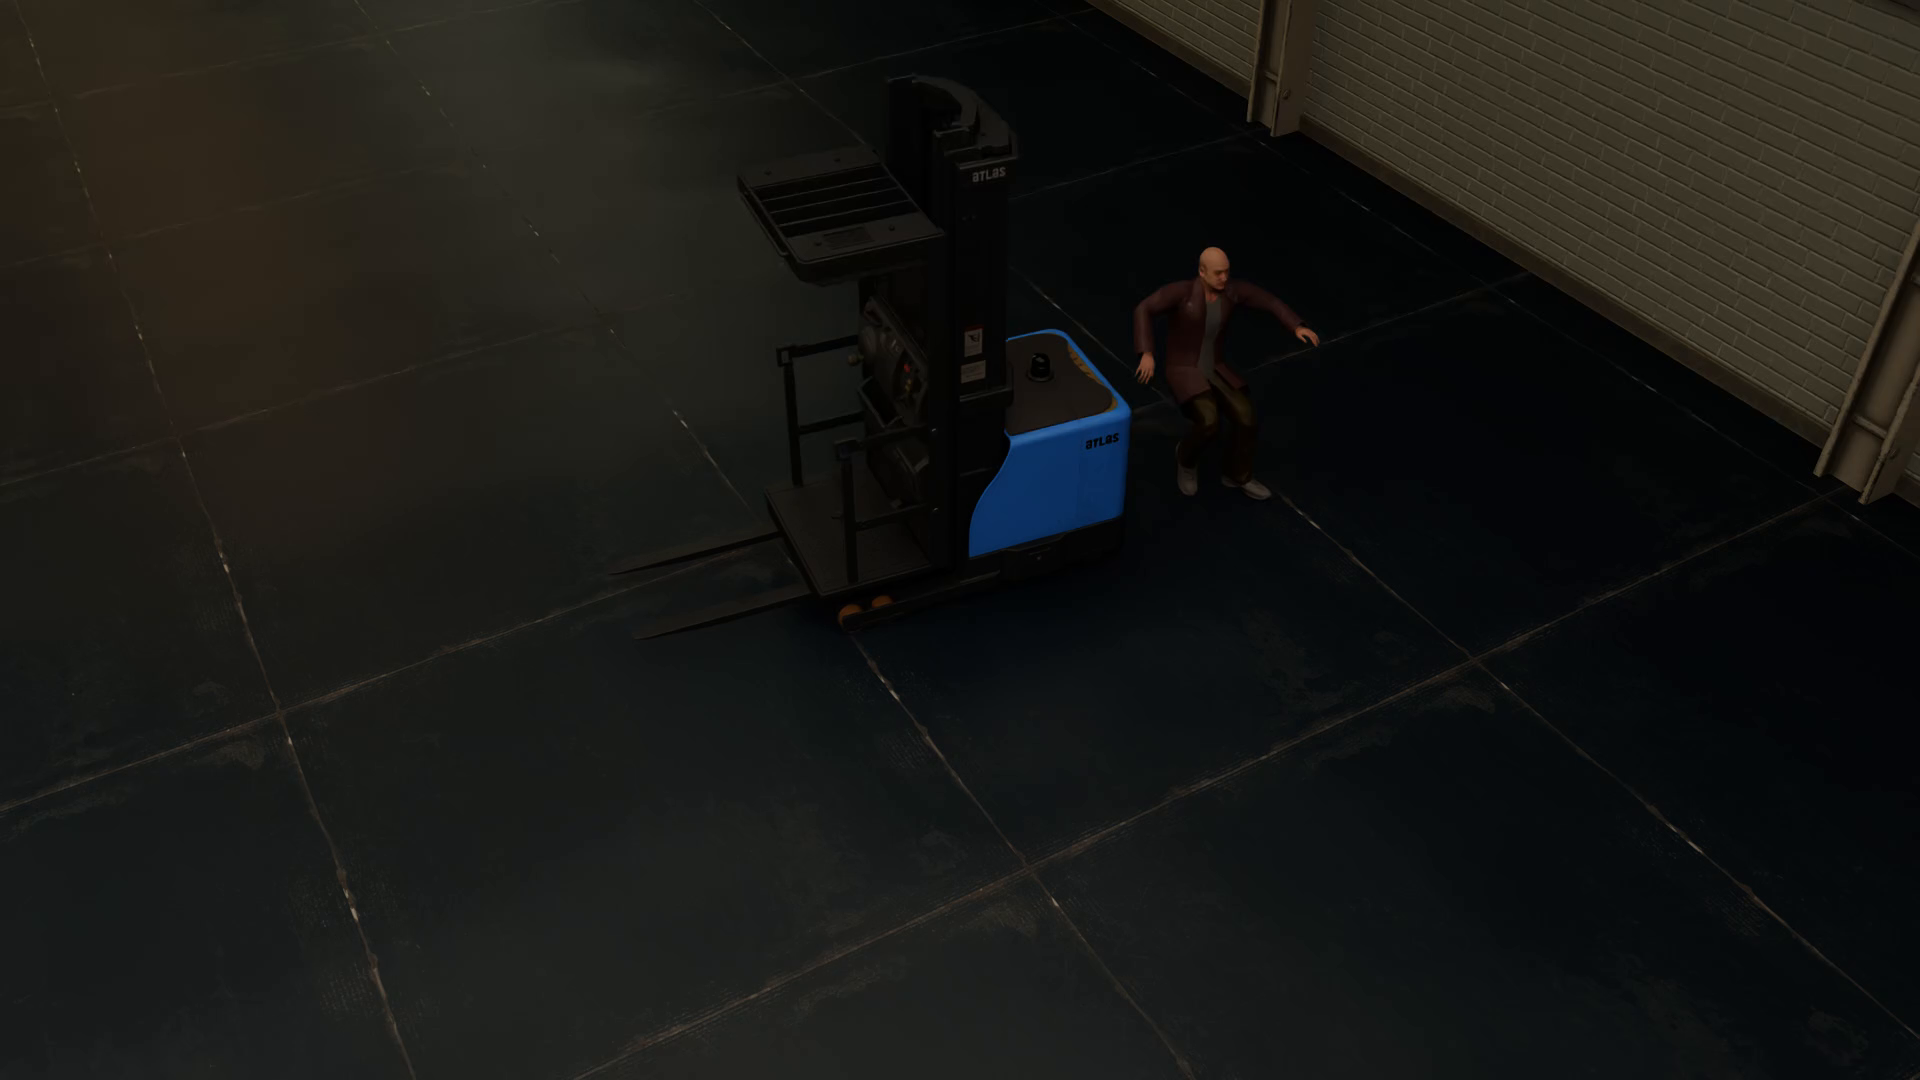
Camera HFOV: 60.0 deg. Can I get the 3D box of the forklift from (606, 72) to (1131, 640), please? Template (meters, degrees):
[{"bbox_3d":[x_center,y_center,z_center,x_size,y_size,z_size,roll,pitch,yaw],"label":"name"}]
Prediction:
[{"bbox_3d":[-0.561,-0.974,9.210,3.031,2.935,1.130,-15,42,-17],"label":"forklift"}]

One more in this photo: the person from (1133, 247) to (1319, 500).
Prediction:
[{"bbox_3d":[1.591,-0.994,10.342,1.118,1.522,0.872,-20,44,-23],"label":"person"}]
